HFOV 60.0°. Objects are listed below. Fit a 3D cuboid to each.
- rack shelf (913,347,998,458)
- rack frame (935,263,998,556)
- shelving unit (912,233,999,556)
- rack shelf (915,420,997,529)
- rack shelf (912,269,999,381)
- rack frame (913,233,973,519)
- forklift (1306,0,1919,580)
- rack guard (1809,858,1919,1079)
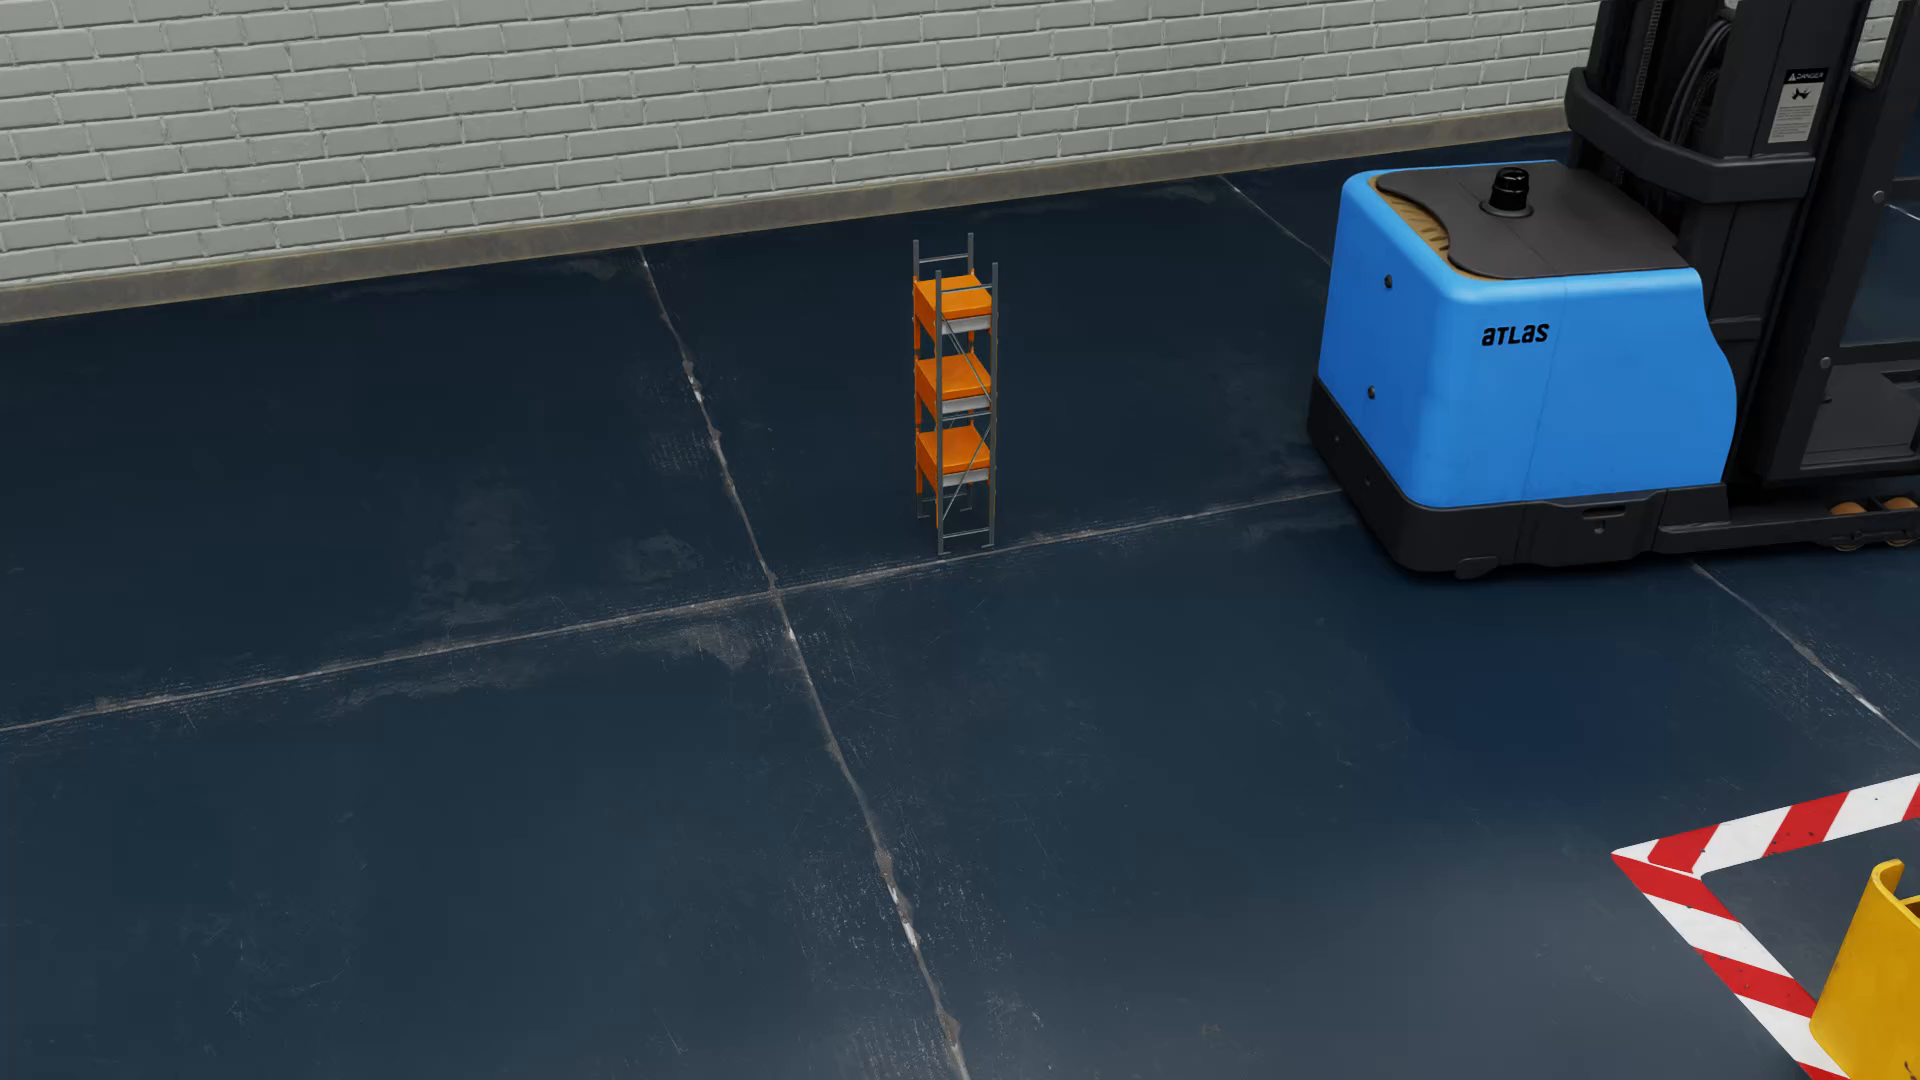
[{"bbox_3d":[-0.016,-0.457,5.509,0.215,0.259,0.240,-10,35,-15],"label":"rack shelf"},{"bbox_3d":[0.021,-0.402,5.406,0.200,1.050,0.008,-10,35,-15],"label":"rack frame"},{"bbox_3d":[-0.016,-0.466,5.503,0.215,1.050,0.252,-10,35,-15],"label":"shelving unit"},{"bbox_3d":[-0.016,-0.225,5.662,0.215,0.259,0.240,-10,35,-15],"label":"rack shelf"},{"bbox_3d":[-0.016,-0.694,5.352,0.215,0.259,0.240,-10,35,-15],"label":"rack shelf"},{"bbox_3d":[-0.054,-0.530,5.600,0.200,1.050,0.008,-10,35,-15],"label":"rack frame"},{"bbox_3d":[2.863,-1.467,5.312,3.031,2.935,1.130,-5,34,-8],"label":"forklift"},{"bbox_3d":[2.623,0.939,3.876,1.175,0.500,0.348,-10,35,-15],"label":"rack guard"}]
